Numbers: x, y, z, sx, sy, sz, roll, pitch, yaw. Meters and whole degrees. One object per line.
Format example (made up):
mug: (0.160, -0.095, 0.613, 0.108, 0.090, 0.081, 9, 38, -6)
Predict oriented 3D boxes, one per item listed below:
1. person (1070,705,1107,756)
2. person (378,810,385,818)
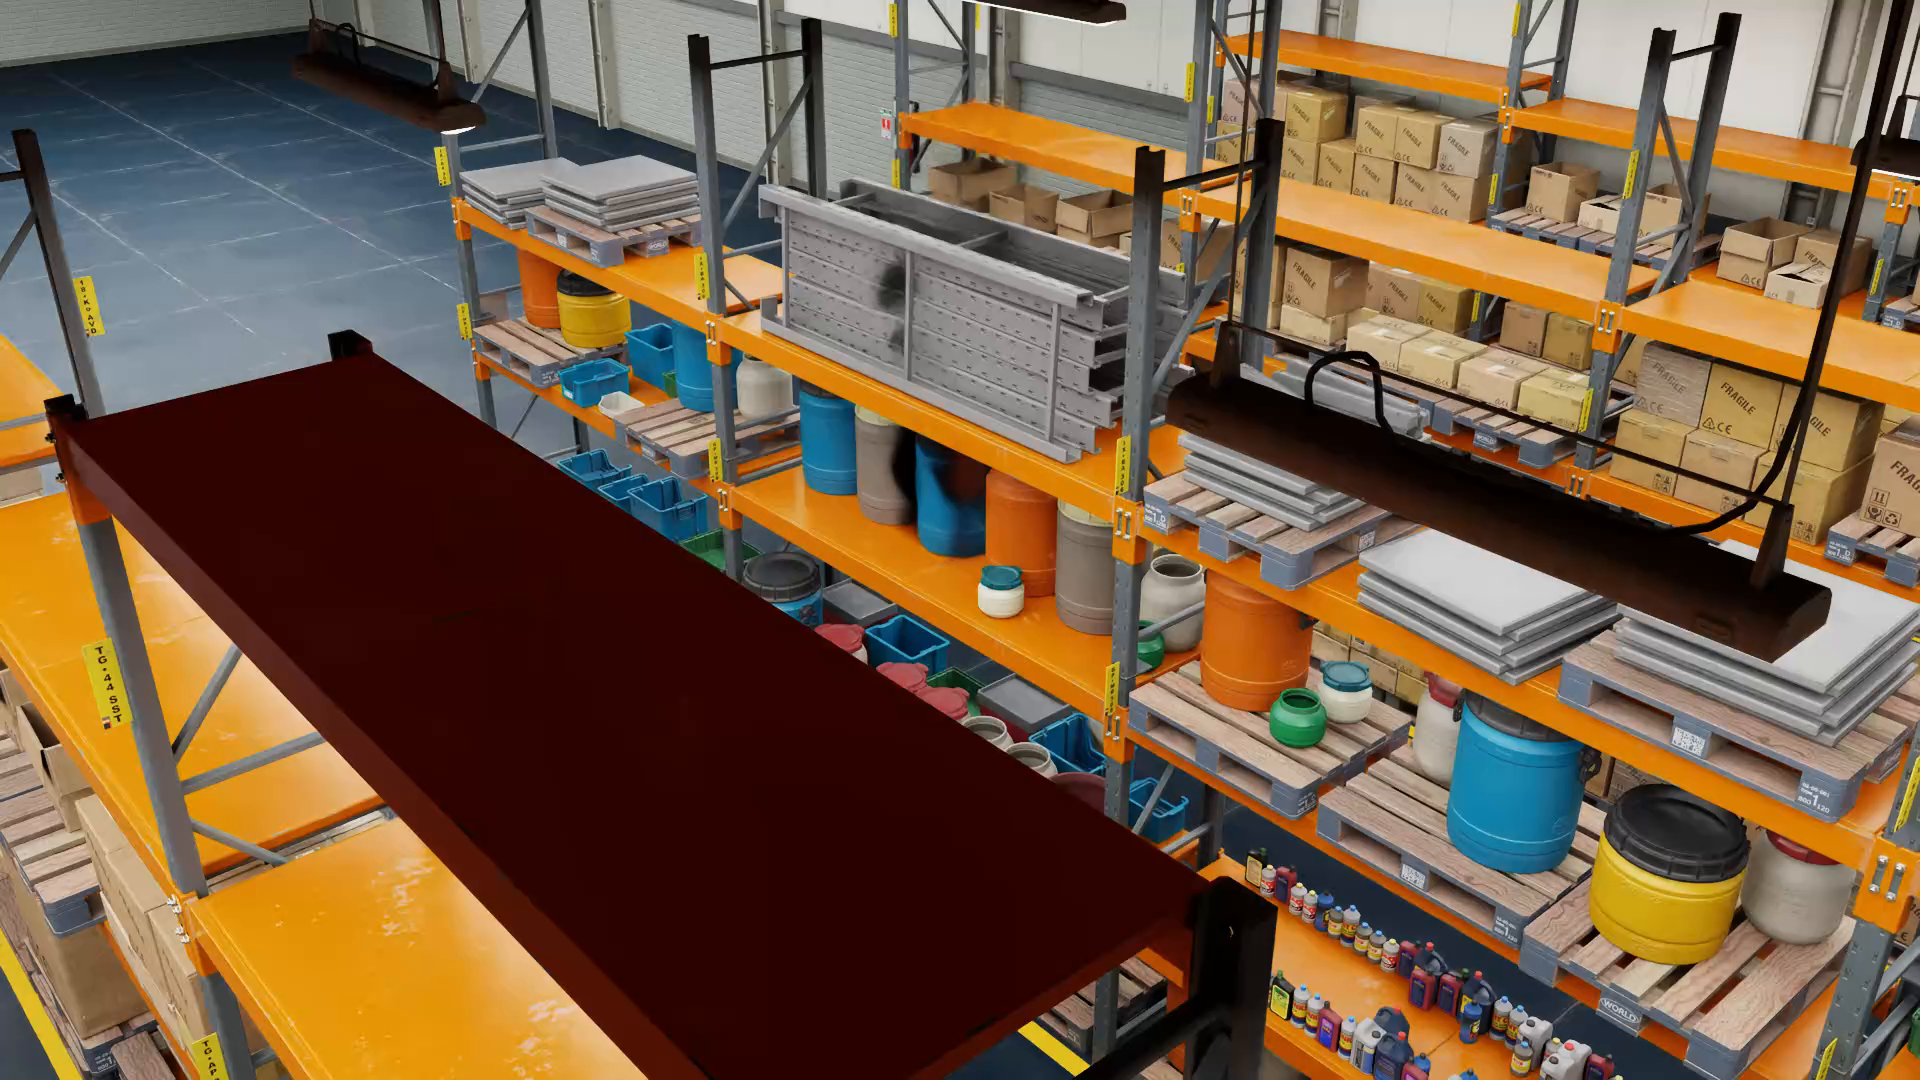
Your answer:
person: (1.093, 1.129, 13.575, 0.579, 1.646, 0.850, -22, 34, -36)
person: (-4.543, 1.616, 12.540, 0.719, 1.749, 0.576, 18, 32, 32)
